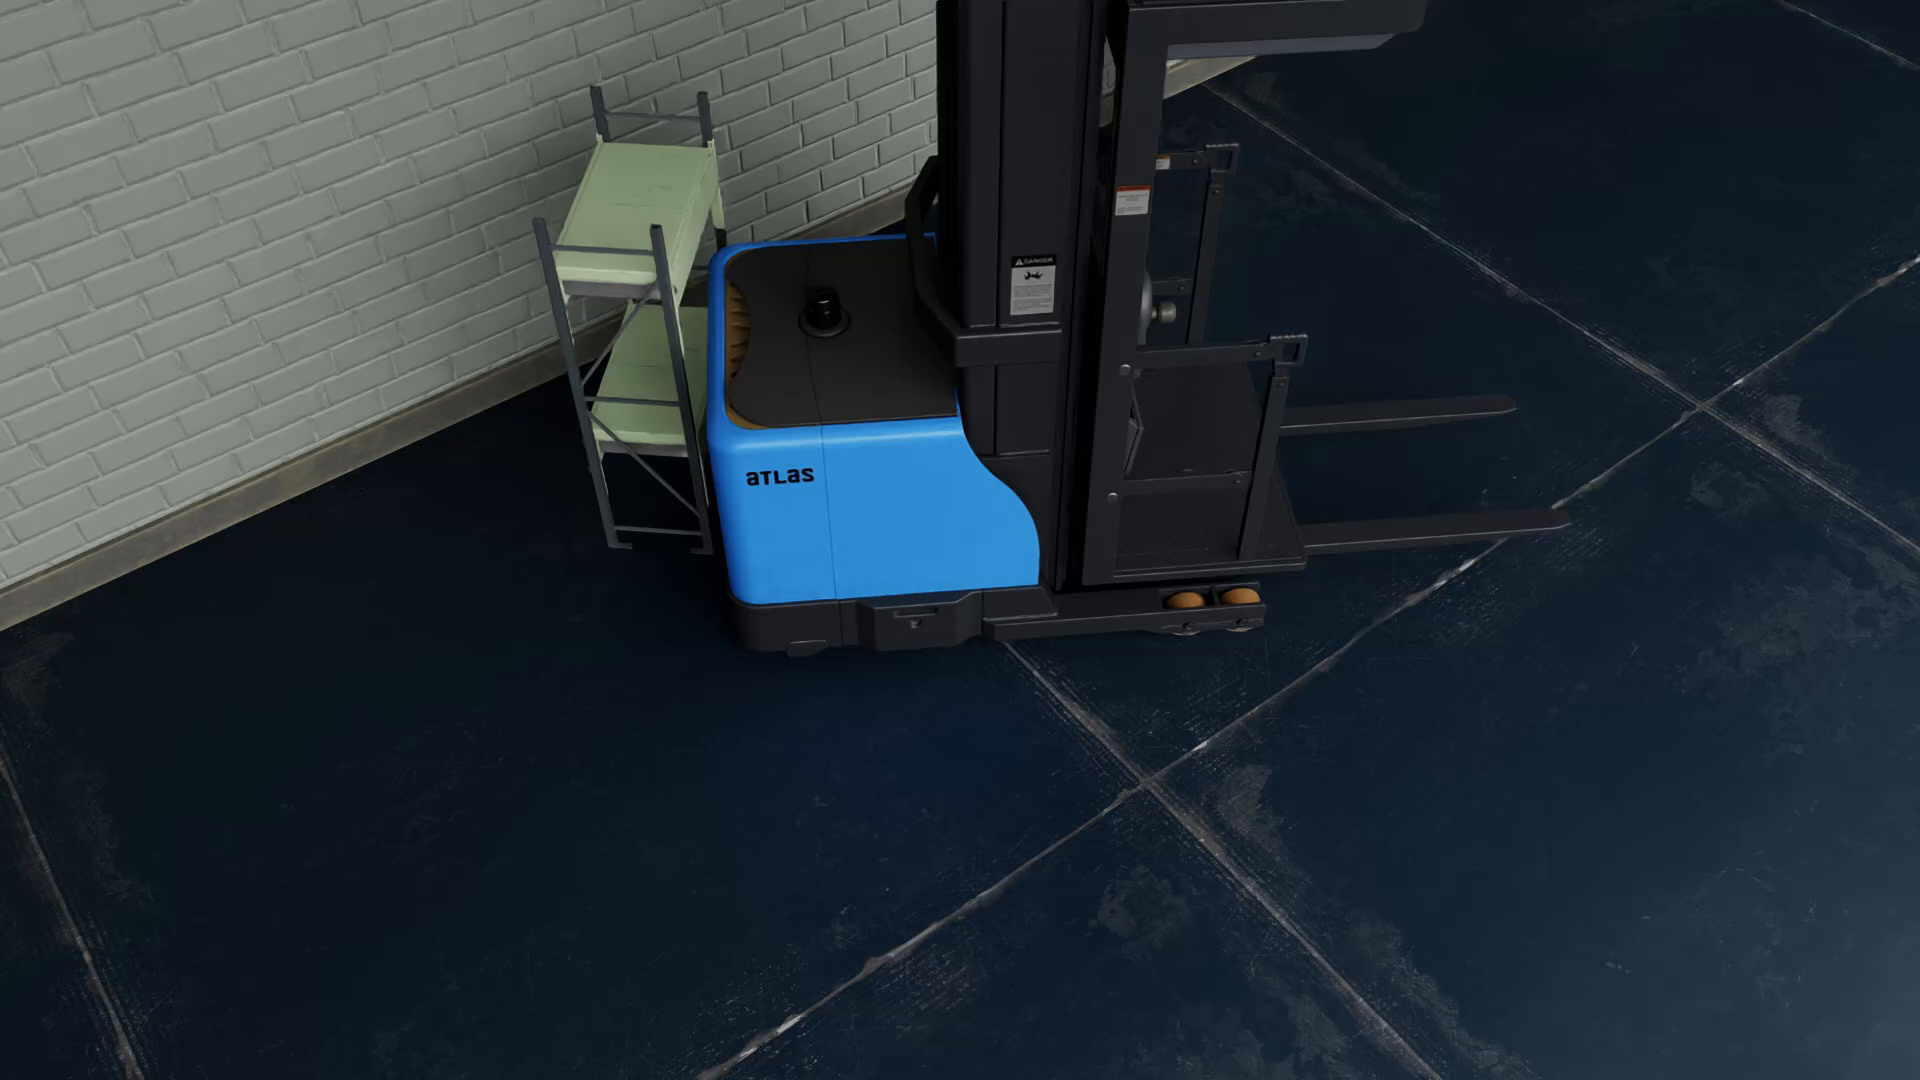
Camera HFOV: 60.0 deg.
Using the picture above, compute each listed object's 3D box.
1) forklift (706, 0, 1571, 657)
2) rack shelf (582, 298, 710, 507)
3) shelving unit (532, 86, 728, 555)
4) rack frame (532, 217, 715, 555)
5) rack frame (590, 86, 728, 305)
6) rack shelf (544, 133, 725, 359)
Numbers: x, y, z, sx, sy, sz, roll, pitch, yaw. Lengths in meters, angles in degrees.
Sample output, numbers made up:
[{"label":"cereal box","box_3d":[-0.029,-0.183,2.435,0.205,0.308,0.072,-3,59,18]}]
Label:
[{"label":"forklift","box_3d":[0.669,-1.032,5.207,3.031,2.935,1.130,-4,48,-4]},{"label":"rack shelf","box_3d":[-1.082,-0.521,6.150,0.431,0.370,0.720,4,48,4]},{"label":"shelving unit","box_3d":[-1.082,-0.740,5.908,0.431,1.500,0.755,4,48,4]},{"label":"rack frame","box_3d":[-1.116,-0.470,5.663,0.400,1.500,0.023,4,48,4]},{"label":"rack frame","box_3d":[-1.048,-1.010,6.153,0.400,1.500,0.023,4,48,4]},{"label":"rack shelf","box_3d":[-1.082,-1.002,5.619,0.431,0.370,0.720,4,48,4]}]
